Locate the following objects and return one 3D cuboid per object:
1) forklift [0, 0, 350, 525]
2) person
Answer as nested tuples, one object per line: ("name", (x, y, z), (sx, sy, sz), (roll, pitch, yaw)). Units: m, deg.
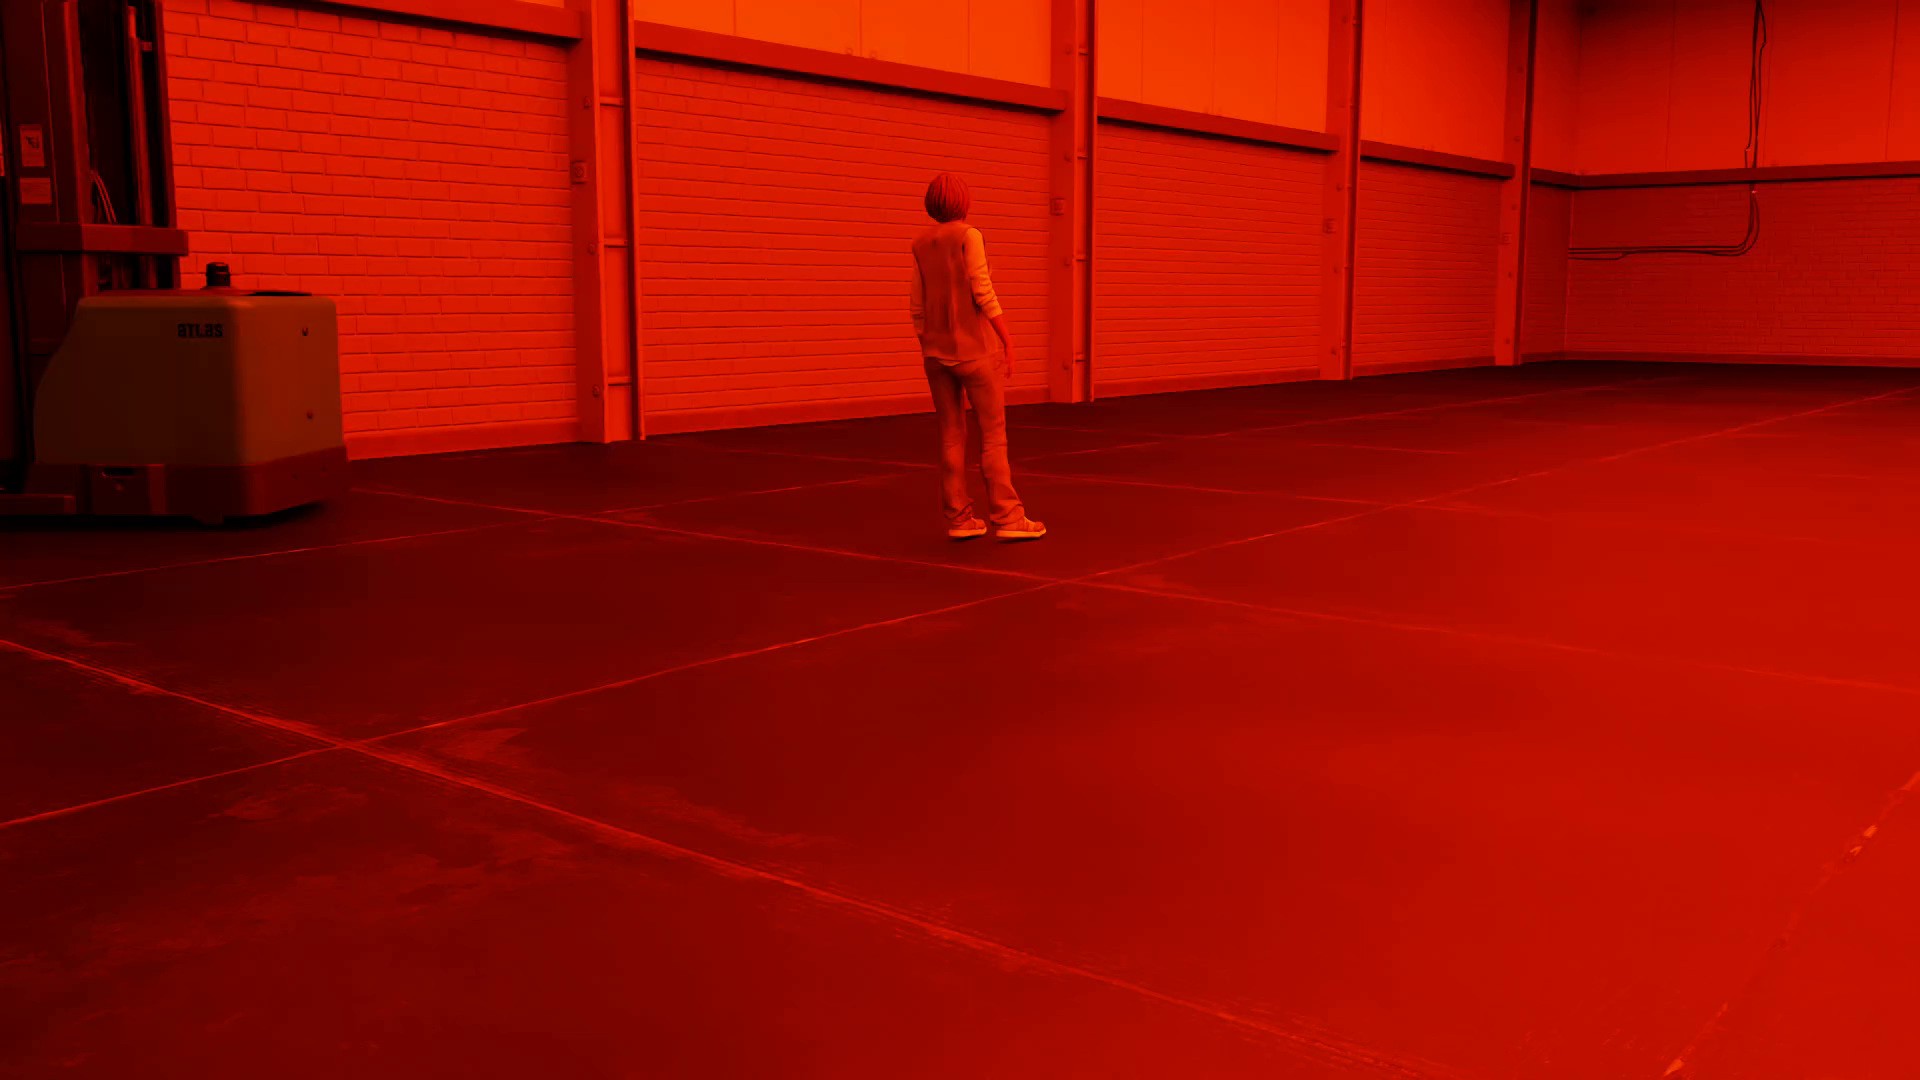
("forklift", (-4.697, -1.578, 8.069), (3.031, 2.935, 1.130), (1, 8, 4))
("person", (0.057, -0.797, 7.337), (0.520, 1.582, 0.475), (7, 11, 38))
